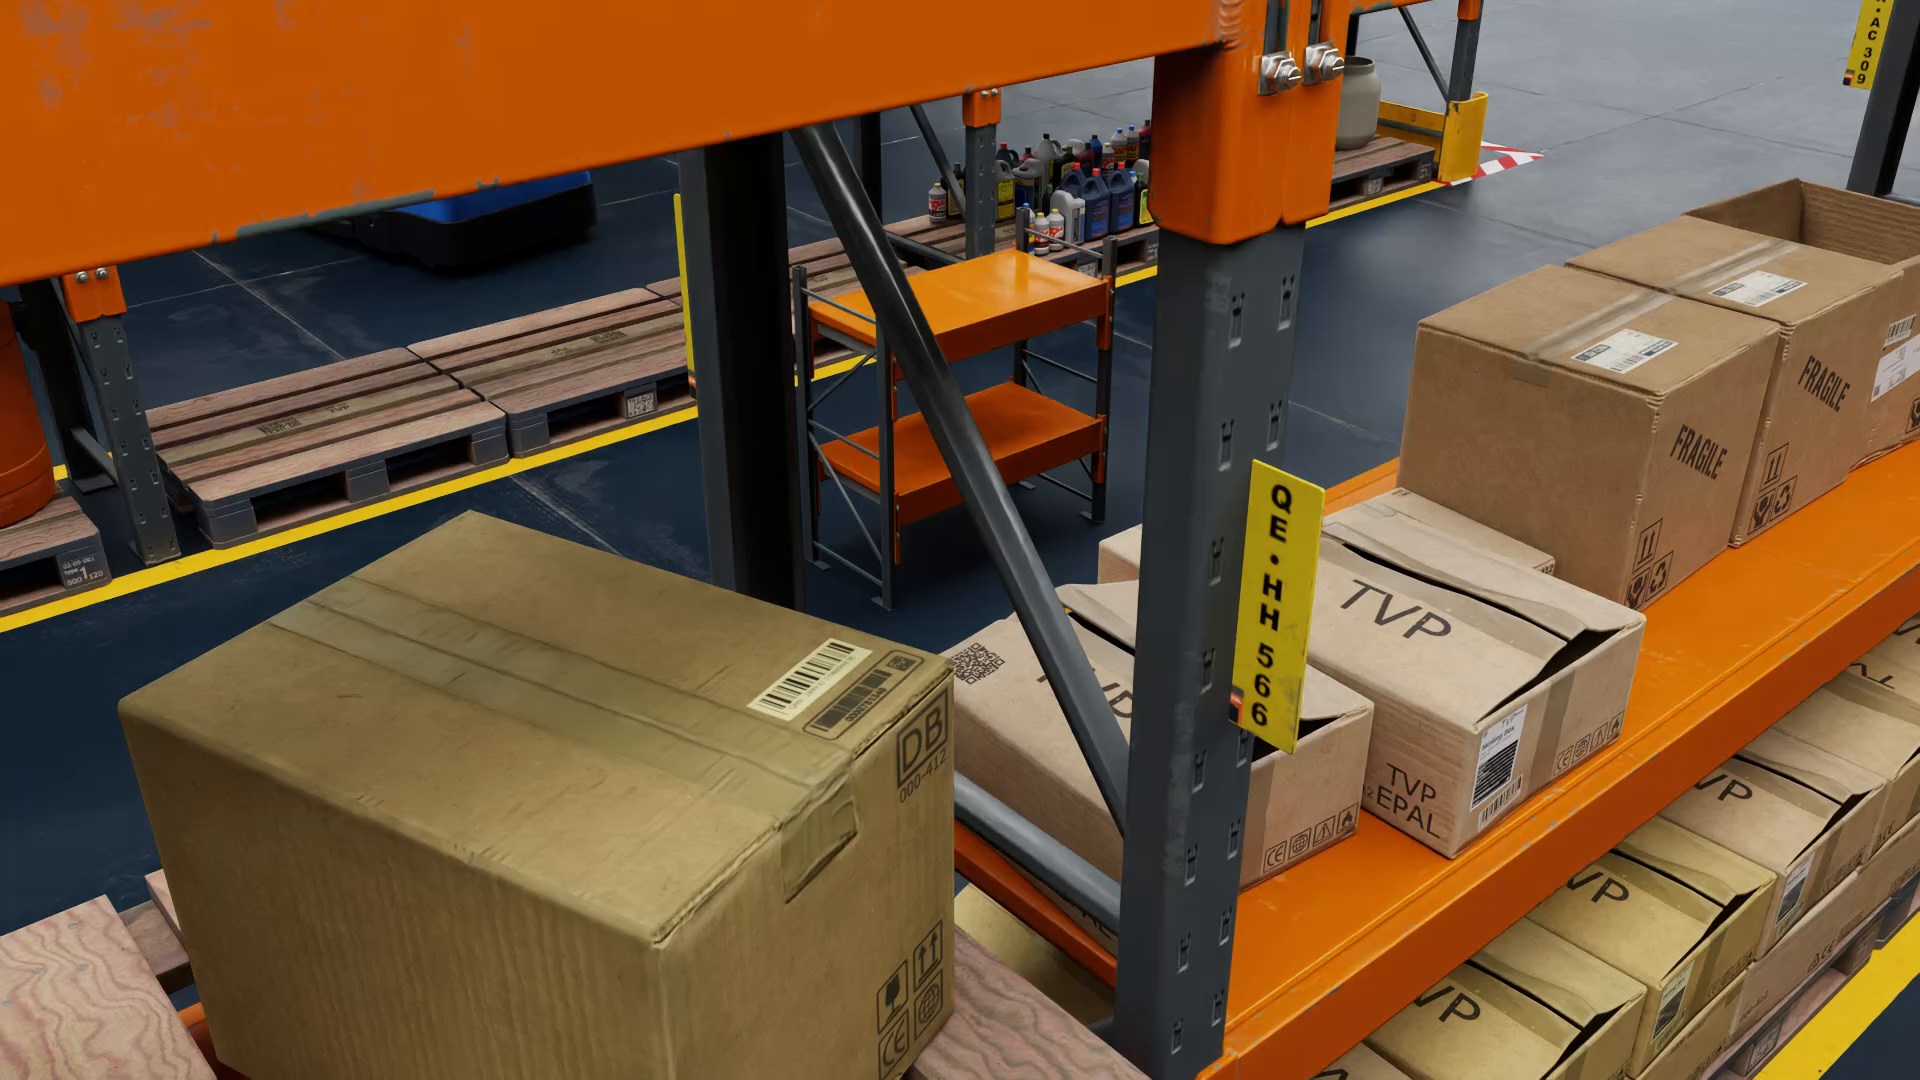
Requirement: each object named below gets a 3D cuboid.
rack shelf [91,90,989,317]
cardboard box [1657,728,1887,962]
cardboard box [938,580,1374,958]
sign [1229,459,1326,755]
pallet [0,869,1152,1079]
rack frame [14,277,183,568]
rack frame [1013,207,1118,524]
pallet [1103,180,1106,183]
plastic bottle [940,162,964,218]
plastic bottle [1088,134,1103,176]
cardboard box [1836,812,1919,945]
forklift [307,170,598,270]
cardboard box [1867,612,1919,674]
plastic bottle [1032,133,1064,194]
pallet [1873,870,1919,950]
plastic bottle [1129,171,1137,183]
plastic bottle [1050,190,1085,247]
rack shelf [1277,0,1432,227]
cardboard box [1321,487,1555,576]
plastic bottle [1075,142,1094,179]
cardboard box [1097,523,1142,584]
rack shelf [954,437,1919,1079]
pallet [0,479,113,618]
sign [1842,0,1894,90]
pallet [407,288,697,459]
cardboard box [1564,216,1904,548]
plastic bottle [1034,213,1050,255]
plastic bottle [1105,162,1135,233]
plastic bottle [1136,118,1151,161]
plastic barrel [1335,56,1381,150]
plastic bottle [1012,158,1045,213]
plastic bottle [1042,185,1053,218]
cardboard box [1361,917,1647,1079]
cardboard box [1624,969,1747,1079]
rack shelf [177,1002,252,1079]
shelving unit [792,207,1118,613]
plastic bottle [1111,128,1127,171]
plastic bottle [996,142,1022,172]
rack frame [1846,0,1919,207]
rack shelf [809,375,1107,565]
[{"bbox_3d":[-1.716,-1.712,7.035,4.000,0.370,1.077,-22,35,-35],"label":"rack shelf"},{"bbox_3d":[1.738,0.608,3.806,0.500,0.311,0.500,-22,35,-36],"label":"cardboard box"},{"bbox_3d":[0.280,0.303,2.595,0.500,0.311,0.500,-19,34,-32],"label":"cardboard box"},{"bbox_3d":[0.334,0.075,1.782,0.005,0.325,0.100,-22,35,-35],"label":"sign"},{"bbox_3d":[-0.495,0.677,2.005,1.003,0.211,1.213,-22,35,-35],"label":"pallet"},{"bbox_3d":[-3.237,-1.418,5.721,0.127,3.000,1.000,-22,35,-35],"label":"rack frame"},{"bbox_3d":[0.382,-0.650,6.272,0.032,1.125,0.500,-22,35,-35],"label":"rack frame"},{"bbox_3d":[1.272,-1.977,9.726,1.213,0.211,1.003,-22,35,-35],"label":"pallet"},{"bbox_3d":[-0.042,-1.903,9.044,0.133,0.283,0.061,-20,34,-33],"label":"plastic bottle"},{"bbox_3d":[0.776,-2.216,9.641,0.097,0.271,0.097,0,28,0],"label":"plastic bottle"},{"bbox_3d":[2.116,0.705,4.220,0.500,0.250,0.500,-21,35,-34],"label":"cardboard box"},{"bbox_3d":[-3.550,-3.281,9.280,3.031,2.935,1.130,20,34,32],"label":"forklift"},{"bbox_3d":[2.504,0.304,4.375,0.500,0.311,0.500,-21,34,-34],"label":"cardboard box"},{"bbox_3d":[0.500,-2.125,9.388,0.185,0.351,0.144,-22,35,-35],"label":"plastic bottle"},{"bbox_3d":[2.483,0.605,4.894,1.213,0.211,1.003,-22,35,-35],"label":"pallet"},{"bbox_3d":[0.920,-1.847,8.951,0.097,0.271,0.097,0,28,0],"label":"plastic bottle"},{"bbox_3d":[0.561,-1.683,8.640,0.135,0.276,0.152,-20,34,-33],"label":"plastic bottle"},{"bbox_3d":[1.496,-1.258,3.002,4.000,0.370,1.077,-22,35,-35],"label":"rack shelf"},{"bbox_3d":[0.908,0.060,3.222,0.250,0.149,0.380,-19,34,-31],"label":"cardboard box"},{"bbox_3d":[0.696,-2.106,9.423,0.133,0.283,0.061,-22,35,-35],"label":"plastic bottle"},{"bbox_3d":[0.480,0.096,3.154,0.250,0.149,0.380,-22,35,-35],"label":"cardboard box"},{"bbox_3d":[1.496,0.065,3.709,4.000,0.370,1.077,-22,35,-35],"label":"rack shelf"},{"bbox_3d":[-3.810,0.068,5.899,1.213,0.211,1.003,-22,35,-35],"label":"pallet"},{"bbox_3d":[2.656,-1.480,4.833,0.005,0.325,0.100,-22,35,-35],"label":"sign"},{"bbox_3d":[-1.695,-0.782,7.490,1.213,0.211,1.003,-22,35,-35],"label":"pallet"},{"bbox_3d":[1.641,-0.365,3.644,0.500,0.500,0.500,-22,35,-35],"label":"cardboard box"},{"bbox_3d":[0.410,-1.573,8.513,0.097,0.201,0.097,0,28,0],"label":"plastic bottle"},{"bbox_3d":[0.833,-1.823,8.823,0.185,0.351,0.144,-24,36,-37],"label":"plastic bottle"},{"bbox_3d":[1.083,-2.356,9.890,0.133,0.283,0.061,-21,35,-34],"label":"plastic bottle"},{"bbox_3d":[2.398,-2.724,10.359,0.421,0.512,0.421,0,28,0],"label":"plastic barrel"},{"bbox_3d":[0.370,-1.948,9.135,0.135,0.276,0.152,-22,35,-35],"label":"plastic bottle"},{"bbox_3d":[0.491,-1.725,8.710,0.133,0.283,0.061,-22,35,-35],"label":"plastic bottle"},{"bbox_3d":[0.958,0.921,3.221,0.500,0.311,0.500,-23,36,-36],"label":"cardboard box"},{"bbox_3d":[1.337,1.017,3.637,0.500,0.250,0.500,-23,36,-36],"label":"cardboard box"},{"bbox_3d":[-1.547,1.289,1.420,4.000,0.370,1.077,-22,35,-35],"label":"rack shelf"},{"bbox_3d":[-0.005,-0.494,5.981,1.048,1.125,0.538,-22,35,-35],"label":"shelving unit"},{"bbox_3d":[0.930,-2.277,9.757,0.097,0.271,0.097,0,28,0],"label":"plastic bottle"},{"bbox_3d":[0.255,-2.026,9.203,0.185,0.351,0.144,-24,36,-37],"label":"plastic bottle"},{"bbox_3d":[3.018,-0.864,4.685,0.127,3.000,1.000,-22,35,-35],"label":"rack frame"},{"bbox_3d":[-0.005,-0.278,6.096,1.000,0.278,0.538,-22,35,-35],"label":"rack shelf"}]
